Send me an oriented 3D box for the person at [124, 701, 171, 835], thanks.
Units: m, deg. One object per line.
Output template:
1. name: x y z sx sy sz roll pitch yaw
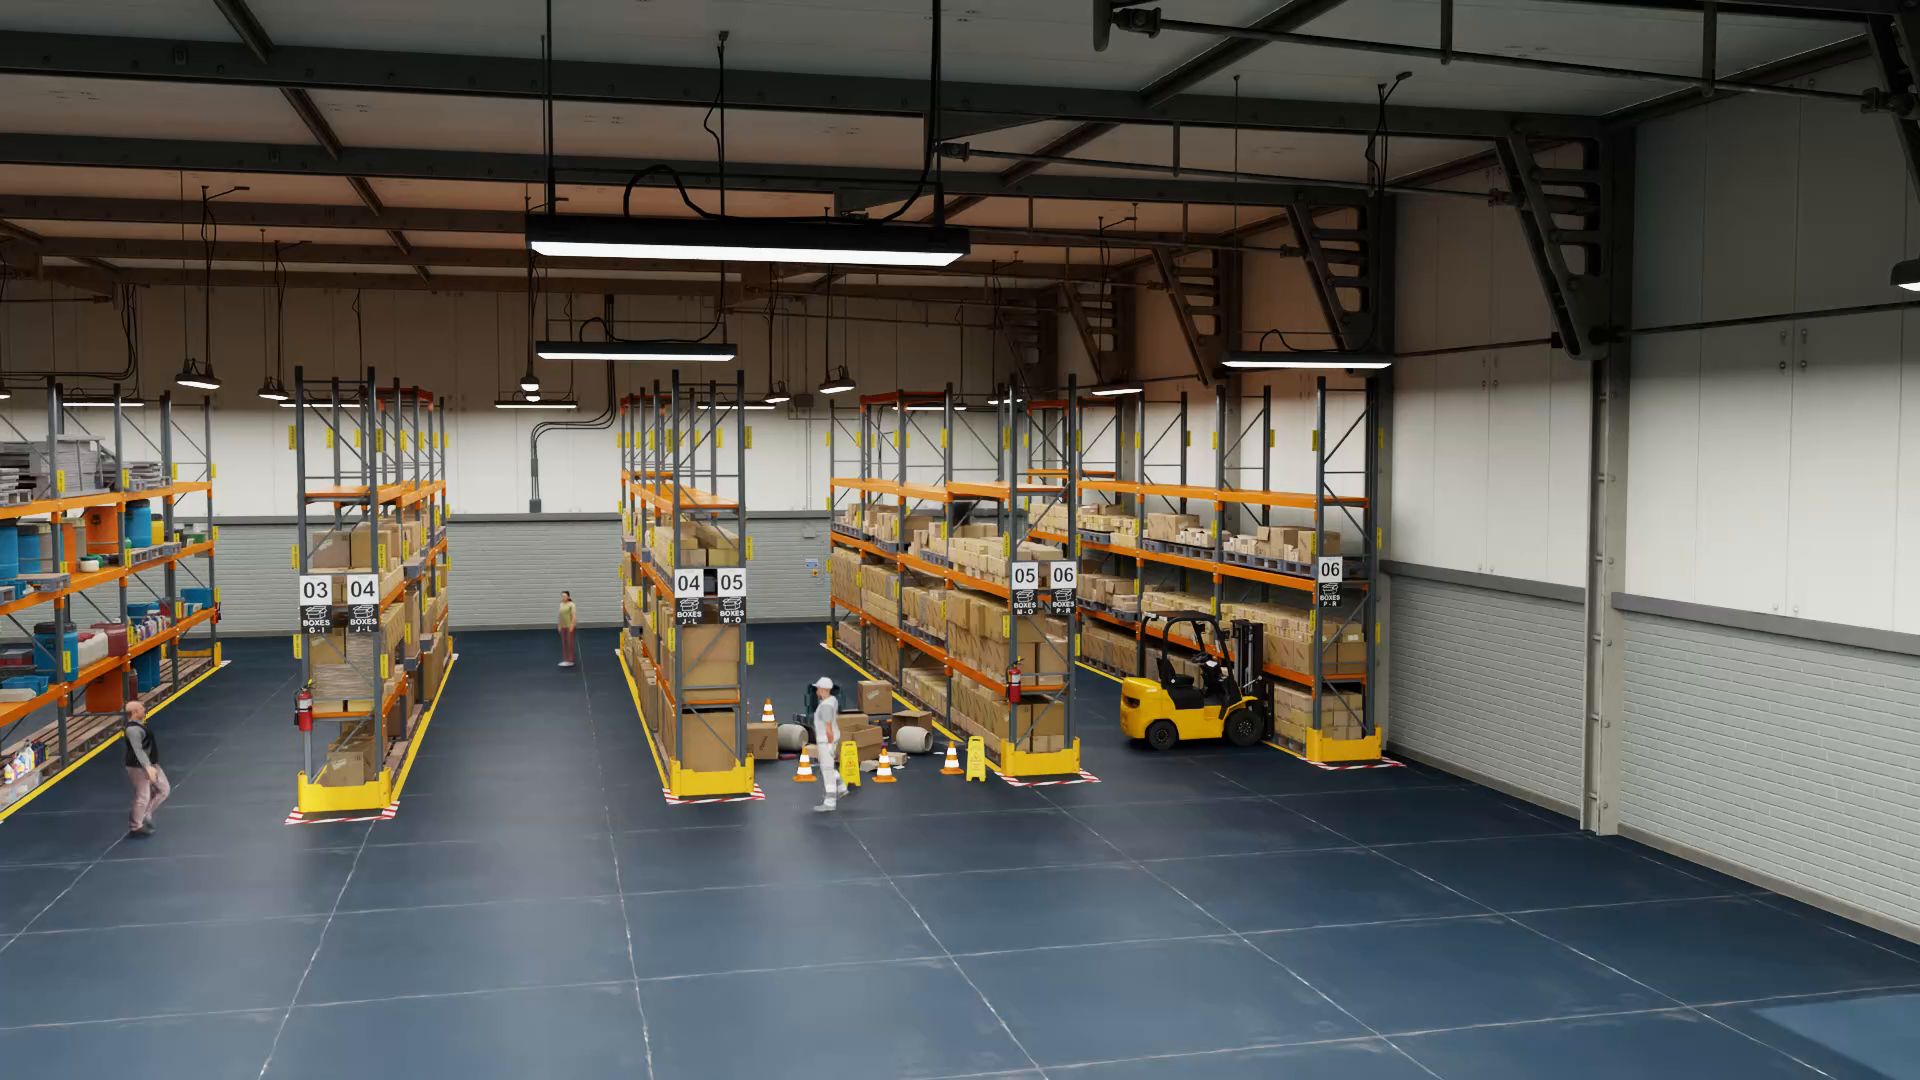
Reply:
1. person: -10.319 2.878 21.009 0.496 1.711 0.533 0 3 -5

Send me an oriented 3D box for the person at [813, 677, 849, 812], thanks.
1. person: -1.750 2.746 22.548 0.516 1.790 0.597 0 3 -7

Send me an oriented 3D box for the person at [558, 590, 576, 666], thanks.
1. person: -8.751 1.955 36.904 0.468 1.679 0.395 2 4 26
